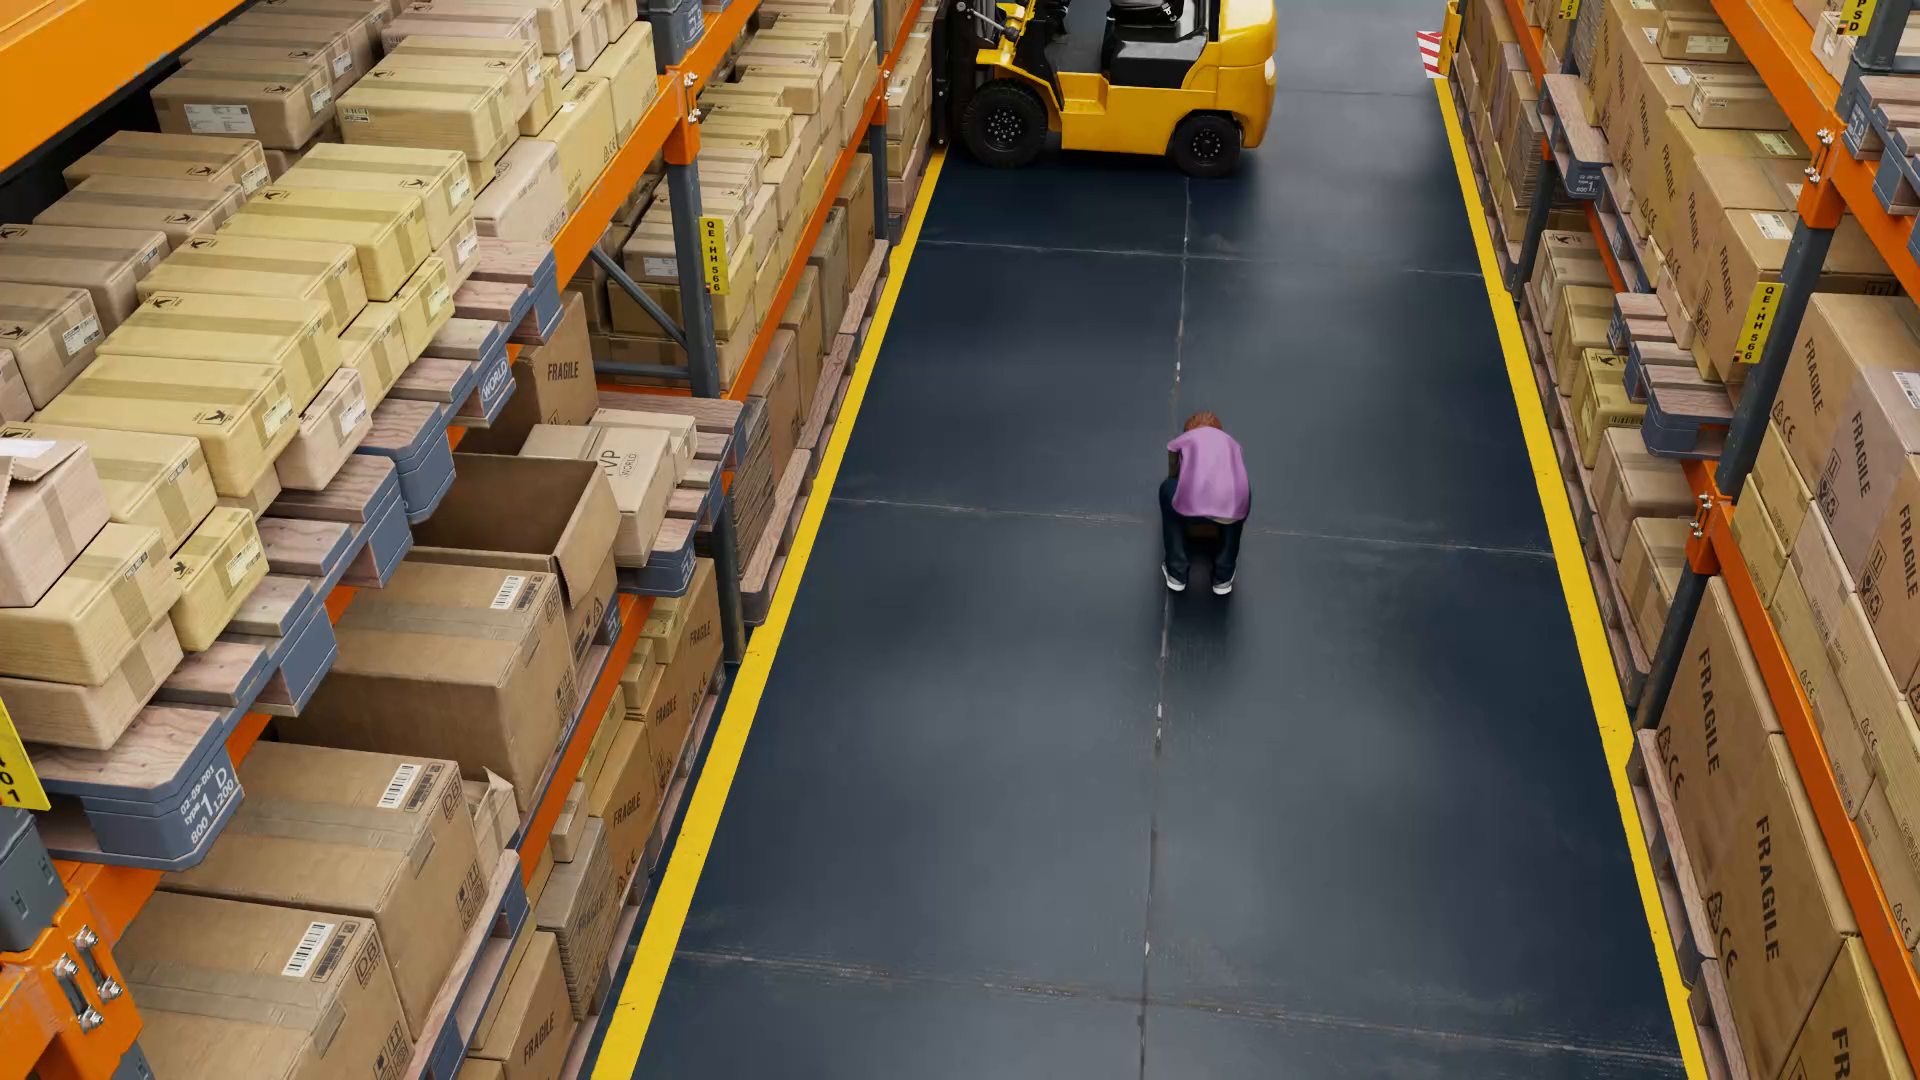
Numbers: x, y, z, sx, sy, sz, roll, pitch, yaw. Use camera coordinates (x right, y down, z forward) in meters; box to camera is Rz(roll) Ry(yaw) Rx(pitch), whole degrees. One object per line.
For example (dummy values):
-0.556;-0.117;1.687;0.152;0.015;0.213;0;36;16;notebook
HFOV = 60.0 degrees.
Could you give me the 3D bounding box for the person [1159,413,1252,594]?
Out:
1.176;-0.188;8.022;0.433;0.776;0.869;3;37;4;person
